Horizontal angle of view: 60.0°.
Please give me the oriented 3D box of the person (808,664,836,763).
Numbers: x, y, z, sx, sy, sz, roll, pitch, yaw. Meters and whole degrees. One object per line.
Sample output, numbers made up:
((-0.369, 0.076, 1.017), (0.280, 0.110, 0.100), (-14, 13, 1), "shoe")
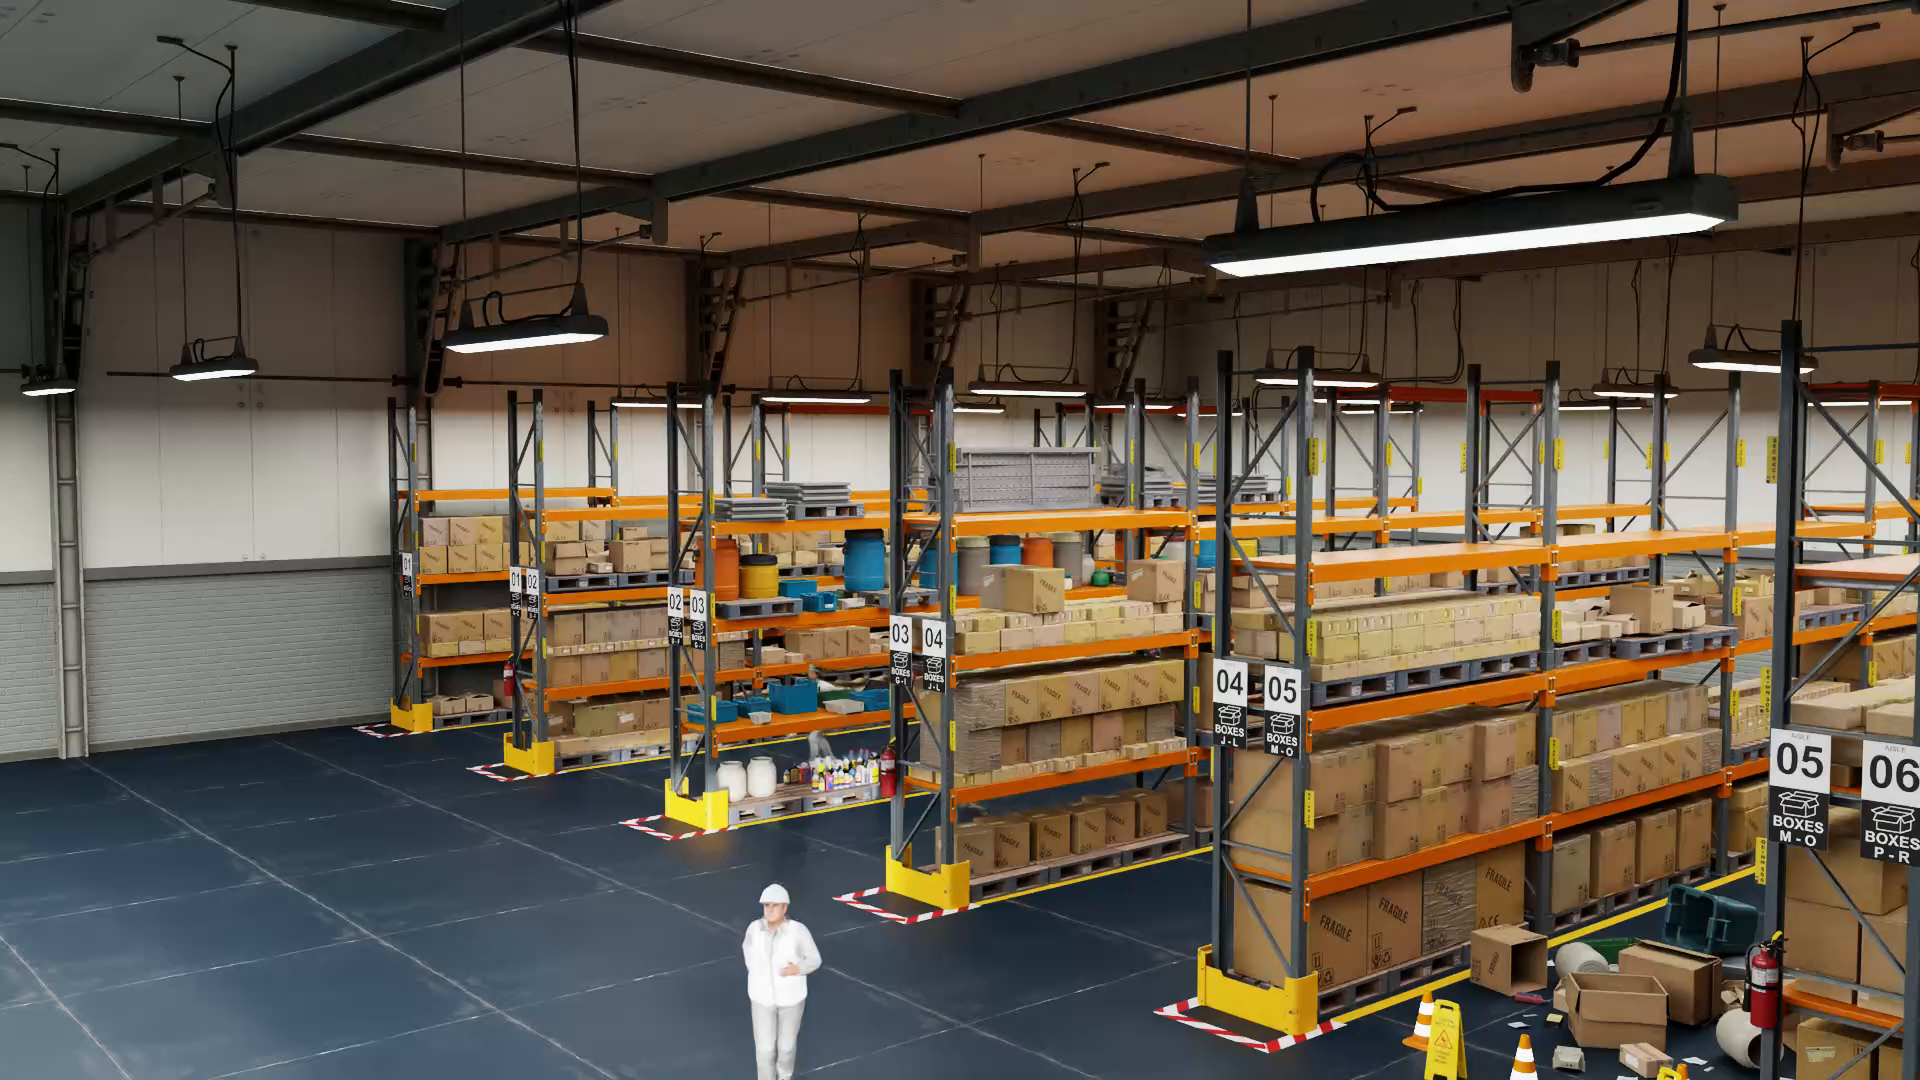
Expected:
((-2.241, 2.799, 26.118), (0.557, 1.731, 0.816), (3, 5, 44), "person")

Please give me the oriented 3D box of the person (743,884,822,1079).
((-1.373, 3.532, 12.767), (0.638, 1.811, 0.871), (0, 3, 0), "person")

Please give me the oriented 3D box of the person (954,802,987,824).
((0.032, 3.116, 21.633), (0.547, 1.564, 0.767), (3, 4, 42), "person")
